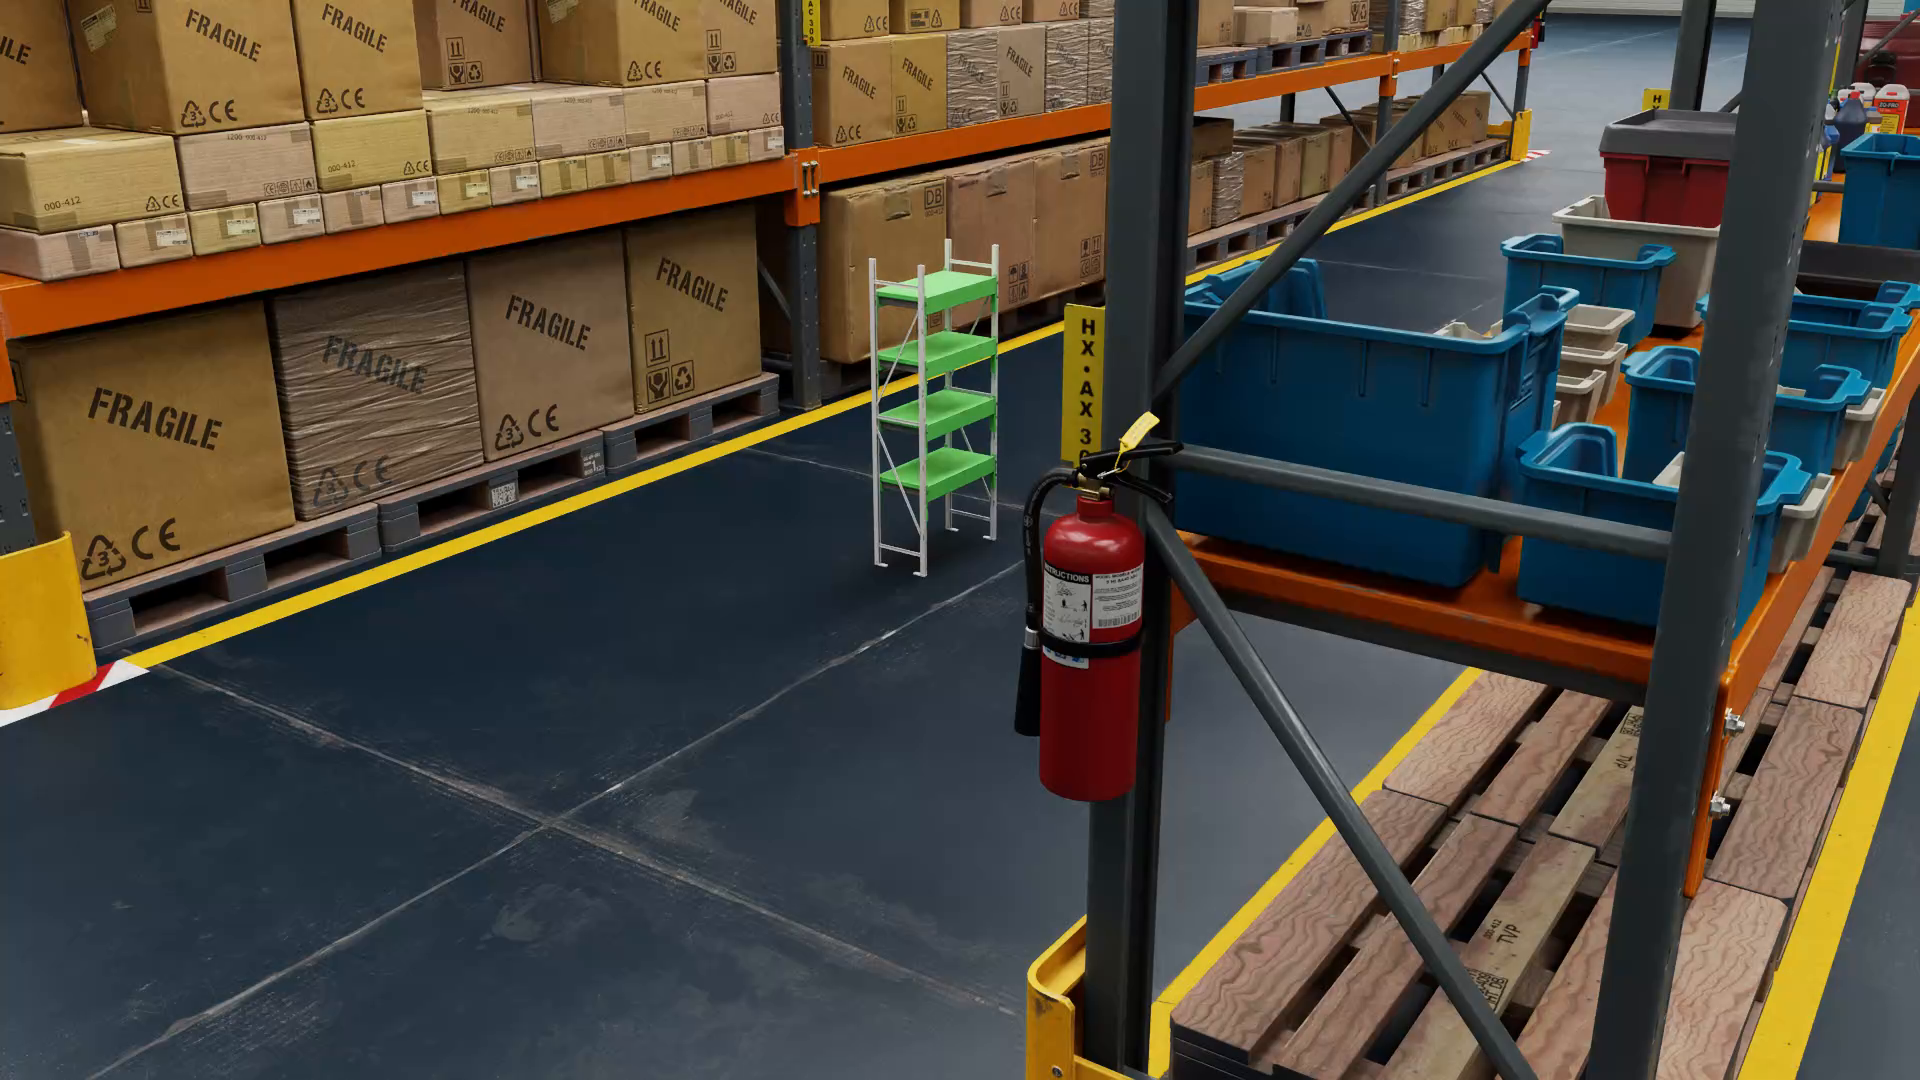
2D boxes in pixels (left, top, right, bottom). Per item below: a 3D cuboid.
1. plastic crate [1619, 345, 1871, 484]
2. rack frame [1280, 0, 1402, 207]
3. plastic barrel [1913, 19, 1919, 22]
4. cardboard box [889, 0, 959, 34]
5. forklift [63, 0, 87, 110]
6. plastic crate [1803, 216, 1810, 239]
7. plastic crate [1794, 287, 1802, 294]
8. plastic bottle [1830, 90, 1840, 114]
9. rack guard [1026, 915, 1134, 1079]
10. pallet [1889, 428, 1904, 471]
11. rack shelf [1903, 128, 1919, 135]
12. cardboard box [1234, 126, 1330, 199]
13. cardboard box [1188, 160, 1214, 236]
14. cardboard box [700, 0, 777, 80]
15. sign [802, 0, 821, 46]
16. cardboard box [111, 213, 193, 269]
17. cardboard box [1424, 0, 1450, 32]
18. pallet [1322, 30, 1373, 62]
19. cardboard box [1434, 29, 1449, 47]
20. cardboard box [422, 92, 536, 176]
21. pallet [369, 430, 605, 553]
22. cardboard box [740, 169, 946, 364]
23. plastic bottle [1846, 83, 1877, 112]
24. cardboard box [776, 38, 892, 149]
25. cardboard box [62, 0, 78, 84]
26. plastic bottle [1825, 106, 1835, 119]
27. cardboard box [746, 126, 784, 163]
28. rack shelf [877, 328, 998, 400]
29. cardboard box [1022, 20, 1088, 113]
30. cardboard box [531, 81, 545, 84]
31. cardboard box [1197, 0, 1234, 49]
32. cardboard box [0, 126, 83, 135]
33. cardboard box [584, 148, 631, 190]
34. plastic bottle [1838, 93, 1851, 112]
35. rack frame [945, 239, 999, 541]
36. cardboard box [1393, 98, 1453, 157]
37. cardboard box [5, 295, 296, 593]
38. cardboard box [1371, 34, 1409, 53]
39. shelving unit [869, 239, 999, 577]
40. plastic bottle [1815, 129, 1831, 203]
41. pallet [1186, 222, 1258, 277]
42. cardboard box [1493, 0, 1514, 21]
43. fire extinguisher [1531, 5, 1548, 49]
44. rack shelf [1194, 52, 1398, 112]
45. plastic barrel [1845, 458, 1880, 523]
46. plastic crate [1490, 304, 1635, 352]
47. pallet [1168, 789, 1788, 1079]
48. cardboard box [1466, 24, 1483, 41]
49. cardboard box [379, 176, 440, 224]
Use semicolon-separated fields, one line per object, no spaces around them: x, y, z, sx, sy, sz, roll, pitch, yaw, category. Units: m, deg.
1.465;-0.205;3.150;0.416;0.233;0.300;13;24;32;plastic crate
3.333;-4.469;14.523;1.000;3.000;0.127;13;24;32;rack frame
5.820;-2.865;10.026;0.421;0.512;0.421;0;20;0;plastic barrel
-0.416;-3.070;9.152;0.797;0.503;0.637;14;24;32;cardboard box
-3.801;-2.359;8.917;1.130;2.935;3.031;12;23;29;forklift
2.553;-1.006;5.456;0.396;0.136;0.243;13;24;32;plastic crate
2.202;-0.554;4.232;0.293;0.136;0.466;13;24;32;plastic crate
4.297;-2.077;8.225;0.061;0.283;0.133;13;24;32;plastic bottle
0.681;1.122;3.011;1.175;0.500;0.348;13;24;32;rack guard
4.086;-0.464;7.716;1.003;0.211;1.213;13;24;32;pallet
6.305;-2.592;10.485;1.077;0.370;4.000;13;24;32;rack shelf
2.687;-3.198;14.055;0.700;0.500;0.500;13;24;31;cardboard box
1.445;-2.551;12.307;0.700;0.500;0.500;12;23;29;cardboard box
-1.201;-2.410;7.664;0.500;0.500;0.500;14;25;33;cardboard box
-0.704;-2.509;7.862;0.100;0.325;0.005;13;24;32;sign
-2.797;-1.019;5.559;0.380;0.149;0.250;13;24;31;cardboard box
3.948;-4.909;15.139;0.875;0.500;0.500;13;24;32;cardboard box
2.783;-4.188;14.040;1.003;0.211;1.213;13;24;32;pallet
4.279;-4.638;15.341;0.380;0.149;0.250;13;24;32;cardboard box
-2.058;-1.625;6.621;0.500;0.250;0.500;13;24;31;cardboard box
-2.341;-0.311;7.302;1.003;0.211;1.213;13;24;32;pallet
-0.821;-1.561;9.120;1.225;0.875;0.875;13;24;32;cardboard box
4.670;-2.236;8.665;0.152;0.276;0.135;13;24;32;plastic bottle
-0.698;-2.304;8.525;0.500;0.500;0.500;13;24;32;cardboard box
-5.540;-3.014;10.015;0.500;0.500;0.500;13;24;30;cardboard box
3.891;-1.838;7.589;0.152;0.276;0.135;13;24;32;plastic bottle
-1.064;-1.904;7.952;0.380;0.149;0.250;13;24;32;cardboard box
-0.093;-0.680;6.367;0.258;0.148;0.480;13;24;32;rack shelf
0.438;-2.887;10.101;0.500;0.500;0.500;12;24;30;cardboard box
-1.928;-2.017;7.682;0.500;0.250;0.500;13;24;32;cardboard box
1.586;-3.907;12.255;0.700;0.500;0.500;18;27;40;cardboard box
-3.359;-1.286;5.705;0.500;0.250;0.500;13;24;31;cardboard box
-1.642;-1.609;7.153;0.380;0.149;0.250;14;24;33;cardboard box
4.373;-2.061;8.199;0.097;0.271;0.097;0;20;0;plastic bottle
0.044;-0.585;6.618;0.240;1.200;0.015;13;24;32;rack frame
4.542;-4.111;16.553;0.500;0.500;0.500;16;26;37;cardboard box
-3.119;-0.425;6.049;0.875;0.875;0.875;13;24;32;cardboard box
3.703;-4.354;14.574;0.380;0.149;0.250;13;24;32;cardboard box
-0.093;-0.515;6.428;0.258;1.200;0.503;13;24;32;shelving unit
3.402;-1.537;6.667;0.144;0.351;0.185;13;24;32;plastic bottle
1.525;-2.237;12.509;1.003;0.211;1.213;13;24;32;pallet
5.068;-5.484;16.693;0.875;0.500;0.500;13;24;32;cardboard box
6.027;-5.523;17.485;0.296;0.674;0.183;13;24;32;fire extinguisher
2.209;-3.558;13.096;1.077;0.370;4.000;13;24;32;rack shelf
3.252;-0.573;6.410;0.600;0.901;0.708;13;24;32;plastic barrel
1.455;-0.487;4.052;0.298;0.136;0.250;13;24;32;plastic crate
1.180;1.019;3.706;1.003;0.211;1.213;13;24;32;pallet
4.836;-4.926;16.120;0.380;0.149;0.250;13;24;32;cardboard box
-2.219;-1.315;6.358;0.380;0.149;0.250;13;24;31;cardboard box
